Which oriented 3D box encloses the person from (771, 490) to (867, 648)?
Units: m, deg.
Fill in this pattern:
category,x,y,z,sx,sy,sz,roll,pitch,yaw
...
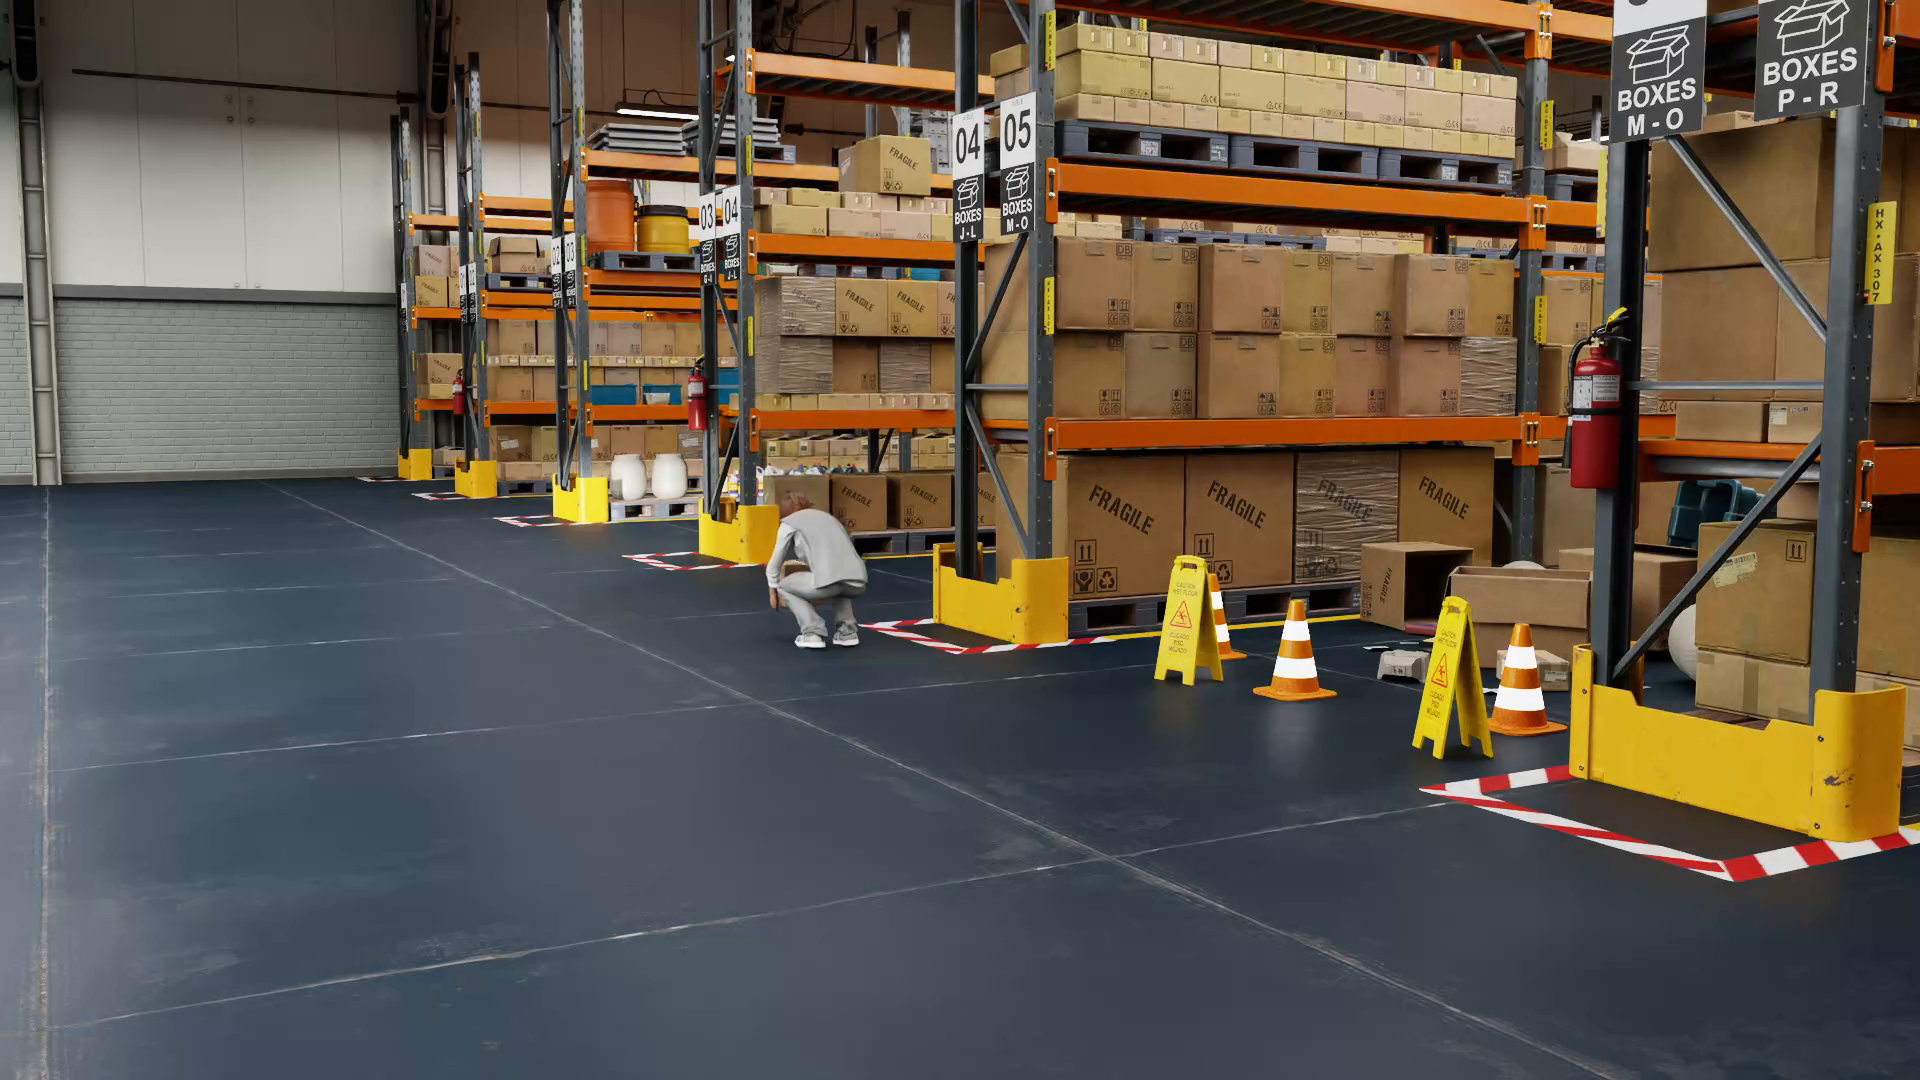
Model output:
category,x,y,z,sx,sy,sz,roll,pitch,yaw
person,-0.832,0.168,9.772,0.455,0.898,0.802,-3,6,-29
